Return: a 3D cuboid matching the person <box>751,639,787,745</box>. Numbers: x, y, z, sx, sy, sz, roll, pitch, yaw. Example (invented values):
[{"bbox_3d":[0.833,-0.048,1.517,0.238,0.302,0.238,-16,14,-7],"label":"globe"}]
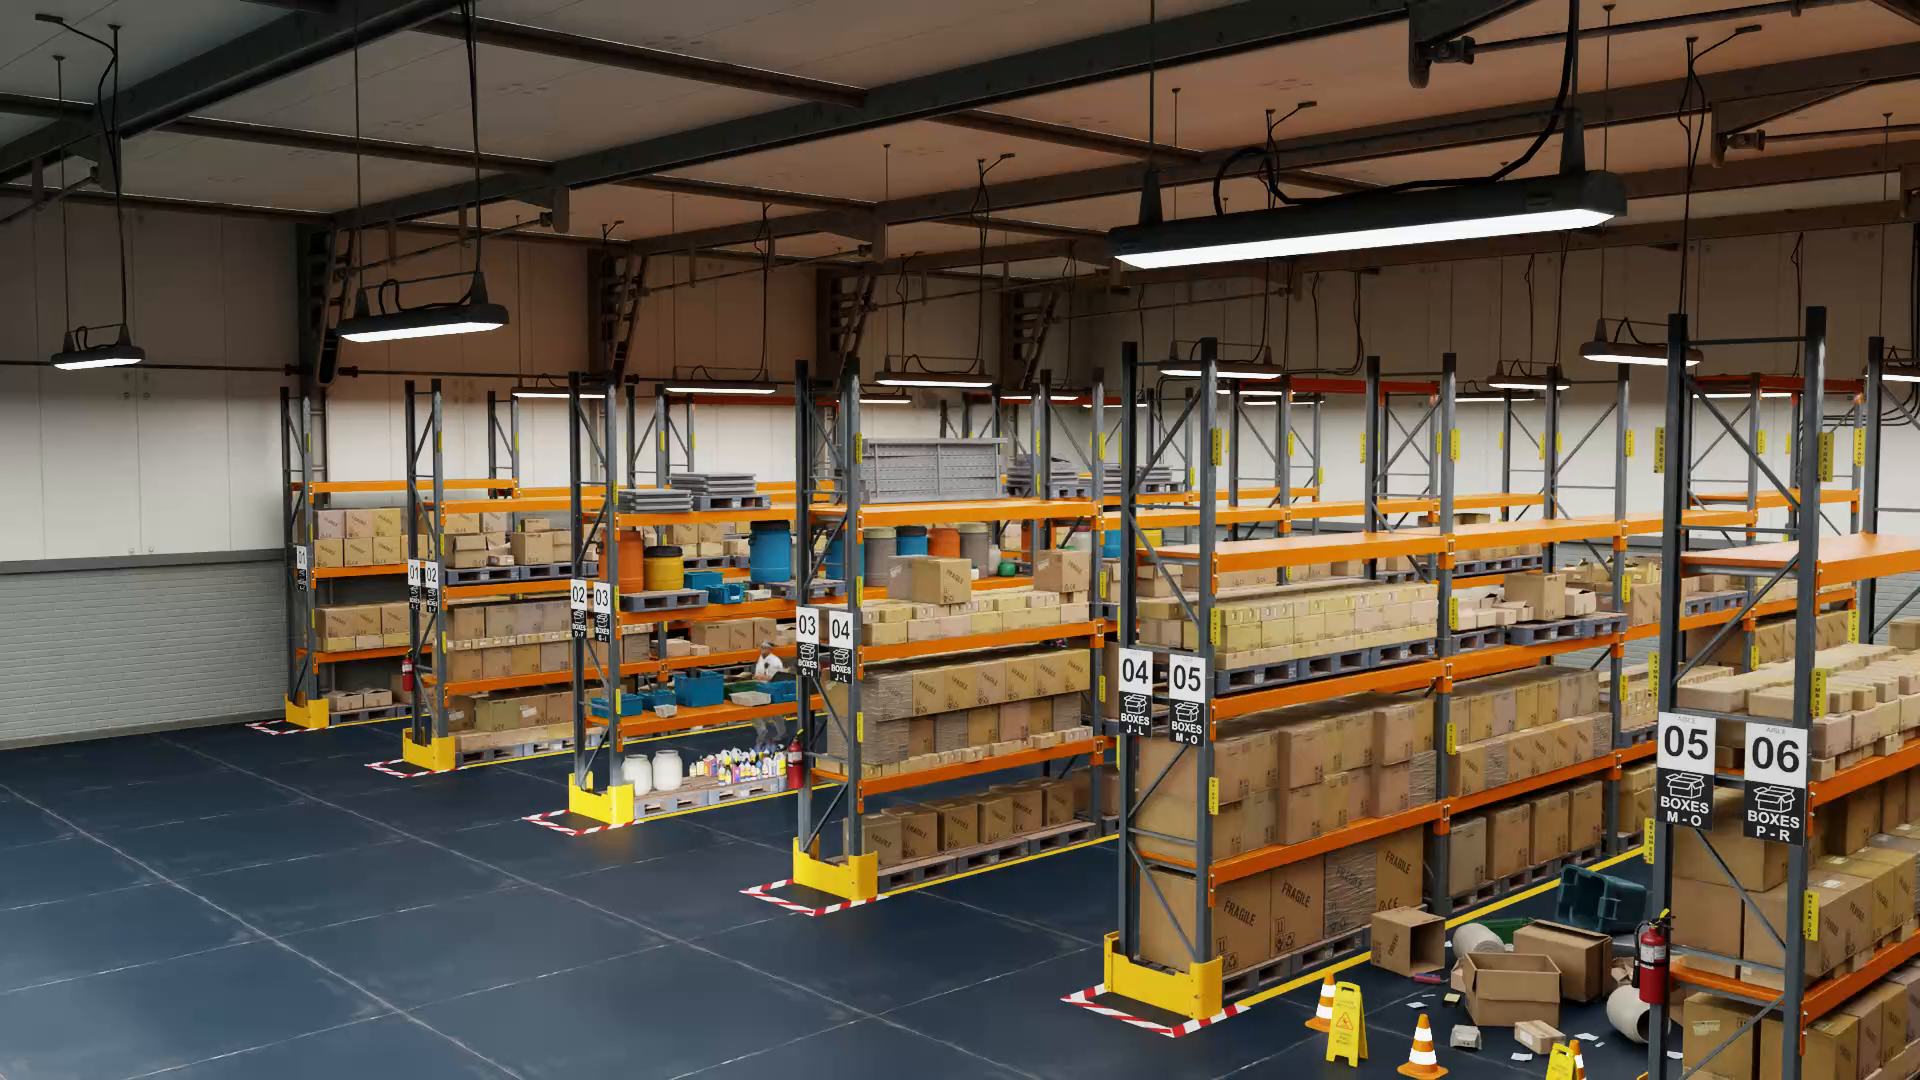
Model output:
[{"bbox_3d":[-3.163,2.532,27.631,0.643,1.809,0.782,3,5,38],"label":"person"}]
